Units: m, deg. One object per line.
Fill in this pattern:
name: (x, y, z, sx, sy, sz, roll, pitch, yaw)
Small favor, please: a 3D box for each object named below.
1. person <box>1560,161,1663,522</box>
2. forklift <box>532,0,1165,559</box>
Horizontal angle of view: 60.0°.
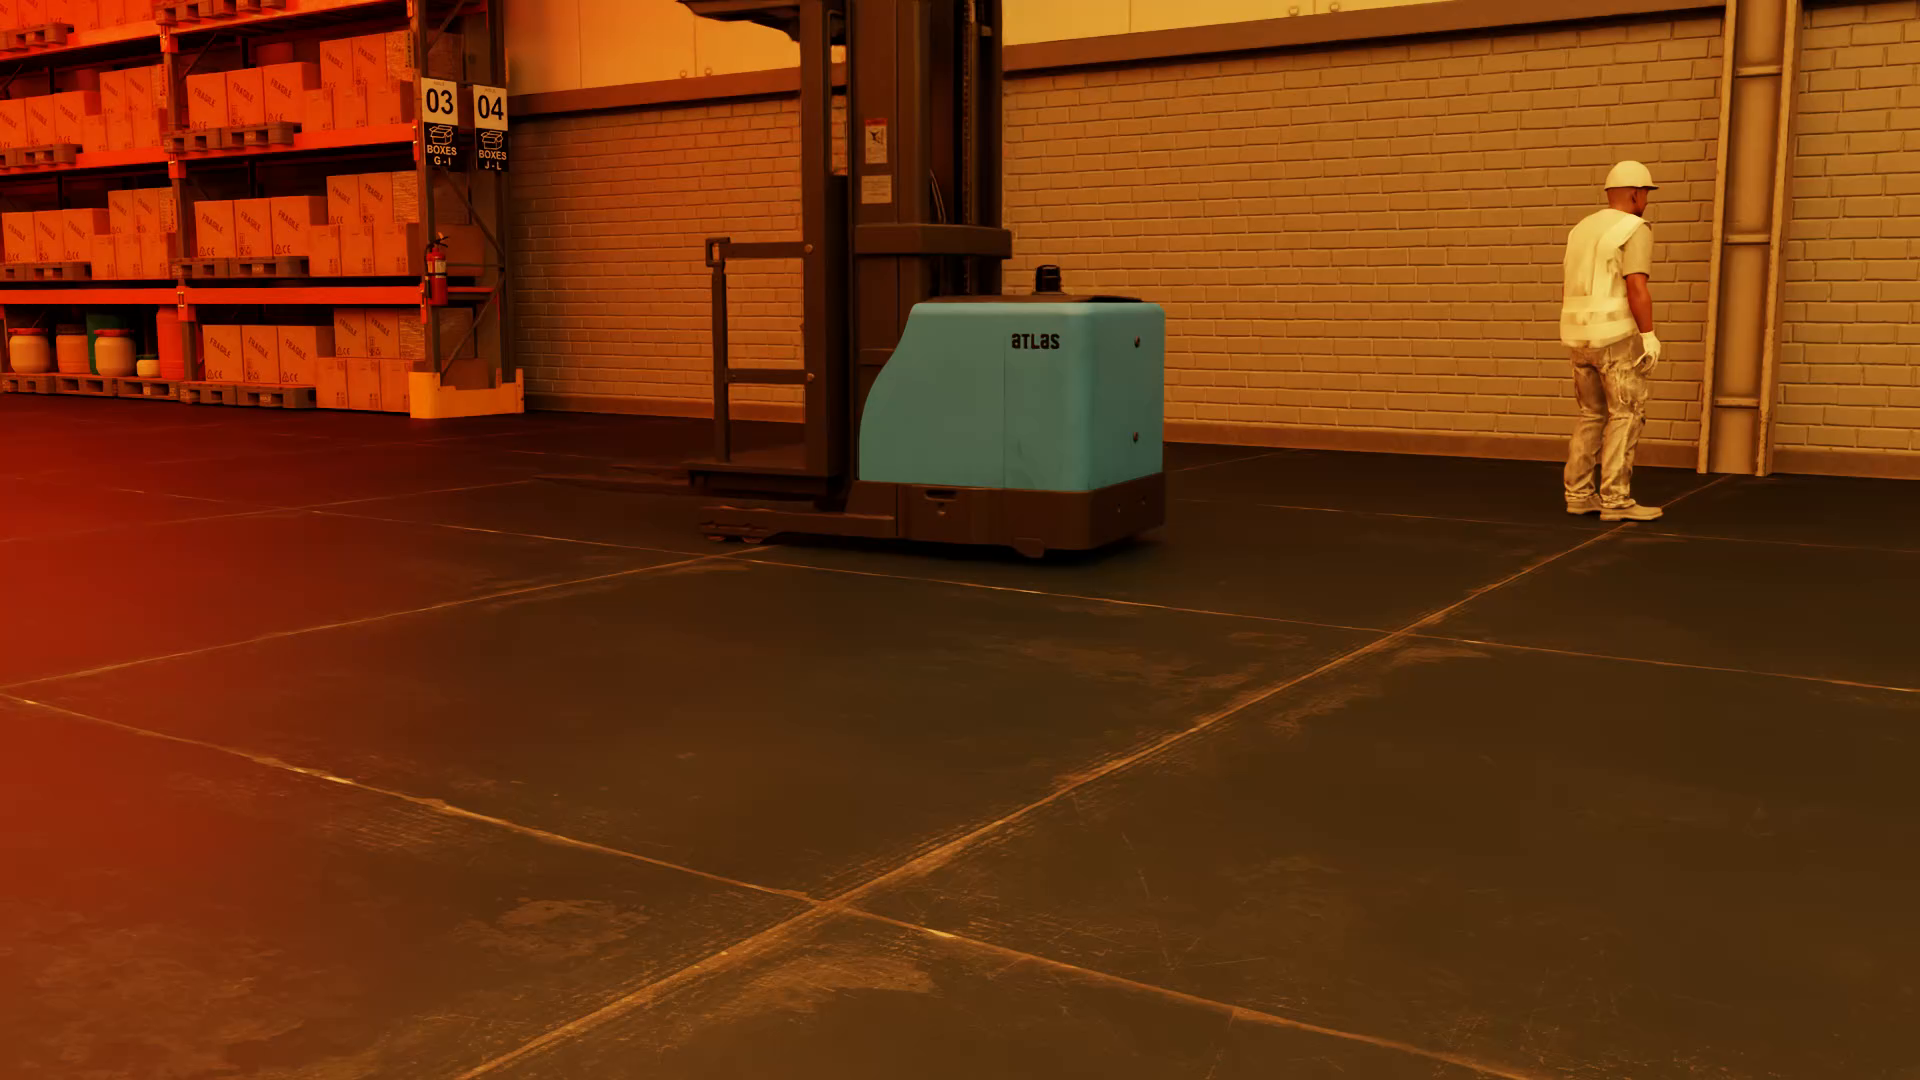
person: (3.268, -0.998, 8.337, 0.449, 1.772, 0.616, -2, 8, -15)
forklift: (-0.617, -1.492, 7.685, 3.031, 2.935, 1.130, 4, 9, 26)
